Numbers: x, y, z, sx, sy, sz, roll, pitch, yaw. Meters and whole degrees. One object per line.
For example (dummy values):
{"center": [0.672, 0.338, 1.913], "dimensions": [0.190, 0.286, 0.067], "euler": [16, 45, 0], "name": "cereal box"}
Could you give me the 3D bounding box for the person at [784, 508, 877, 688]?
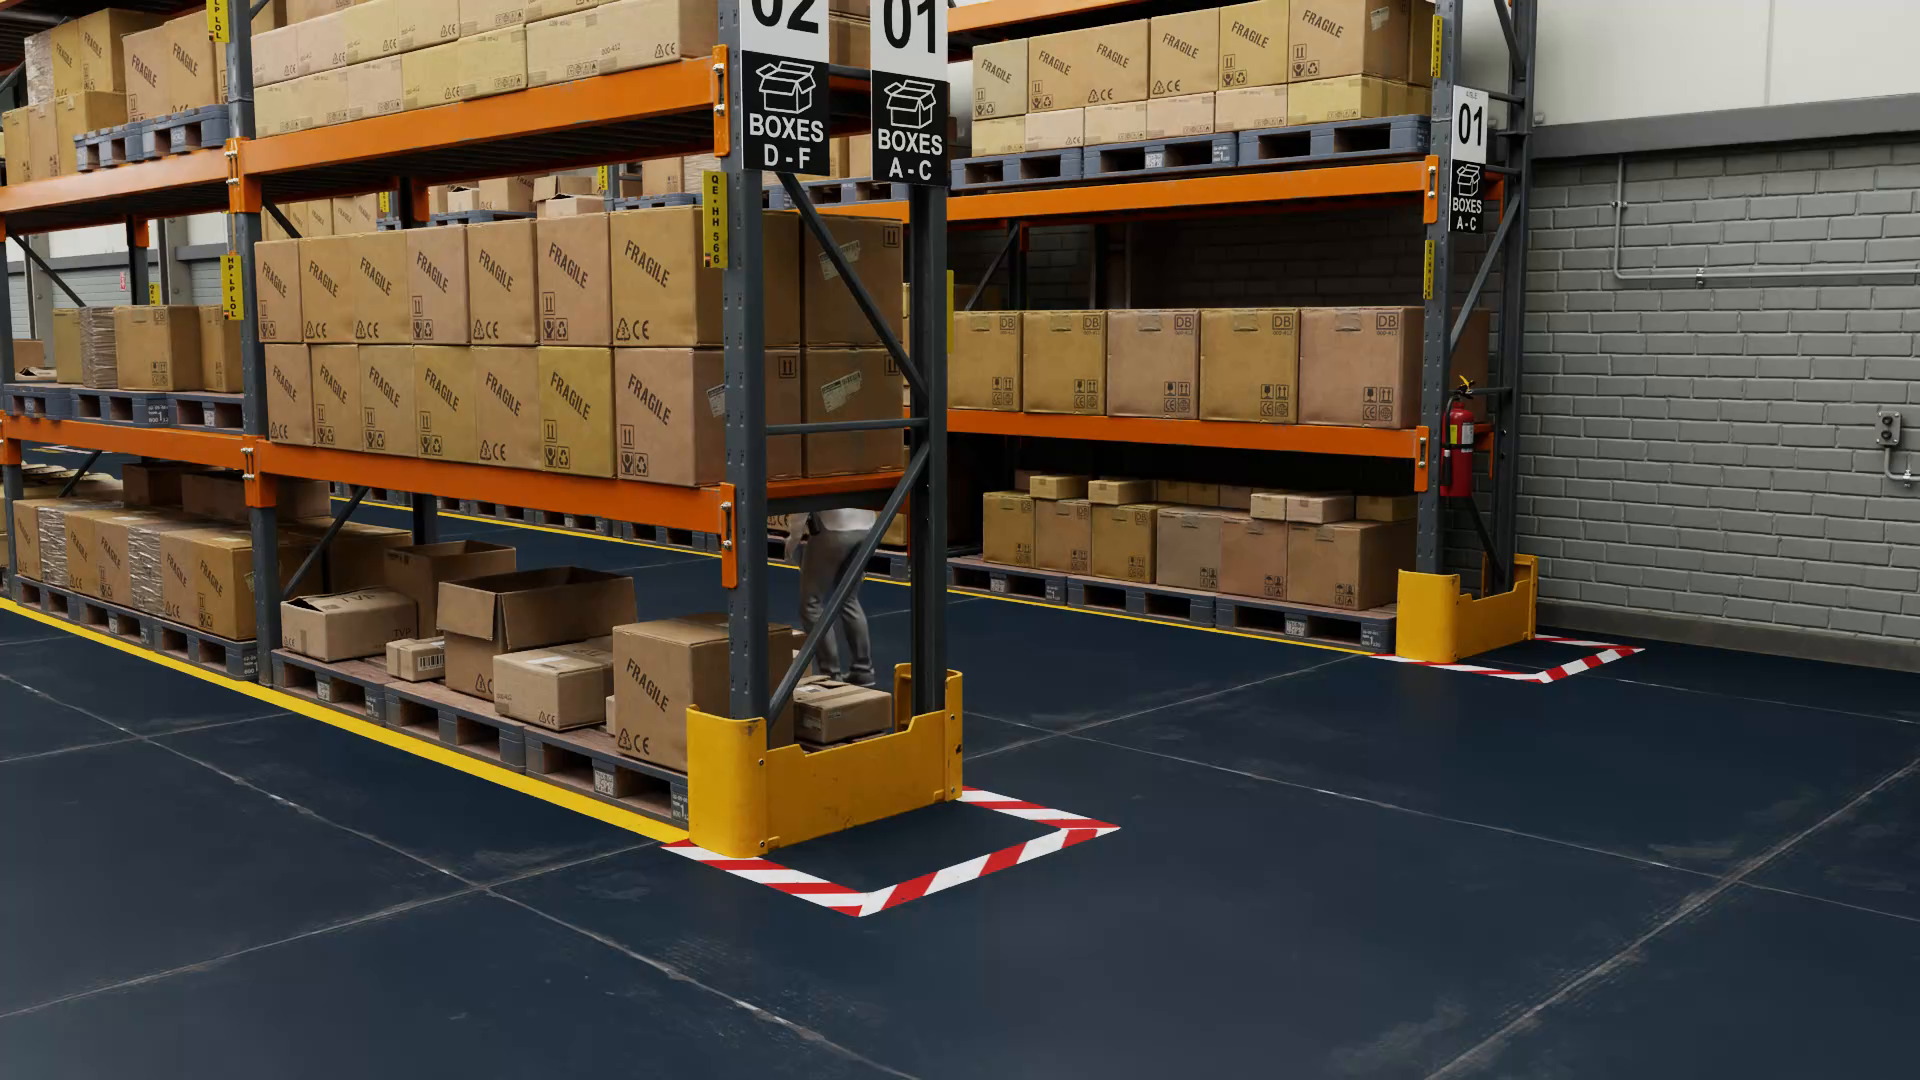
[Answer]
{"center": [-0.666, -0.016, 8.556], "dimensions": [0.428, 1.635, 0.496], "euler": [7, 10, 43], "name": "person"}
